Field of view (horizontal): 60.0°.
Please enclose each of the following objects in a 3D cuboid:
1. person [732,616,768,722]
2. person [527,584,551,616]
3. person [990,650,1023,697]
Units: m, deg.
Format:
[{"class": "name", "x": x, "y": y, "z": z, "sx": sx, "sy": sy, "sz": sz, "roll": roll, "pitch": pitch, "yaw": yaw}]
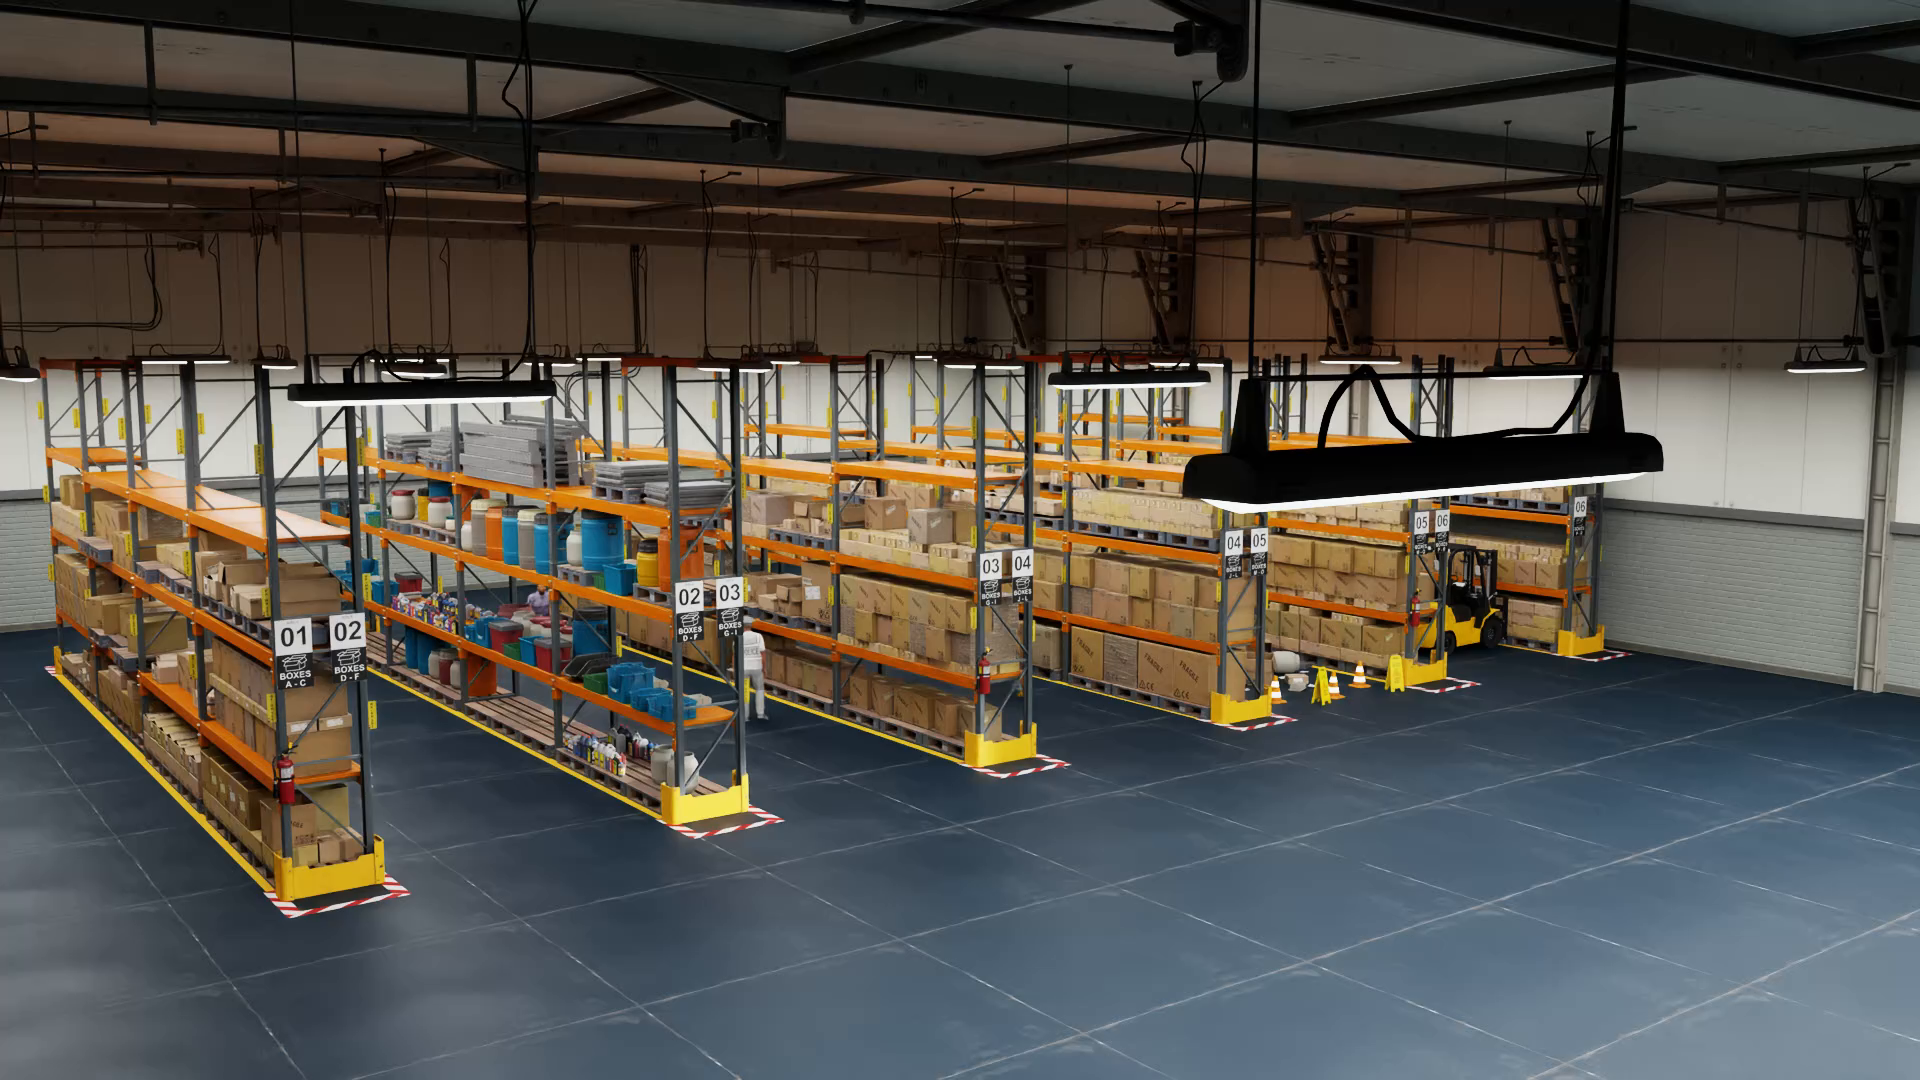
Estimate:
[{"class": "person", "x": -3.492, "y": 2.150, "z": 27.614, "sx": 0.576, "sy": 1.762, "sz": 0.533, "roll": -2, "pitch": 7, "yaw": -12}, {"class": "person", "x": -8.383, "y": 1.570, "z": 33.258, "sx": 0.609, "sy": 1.562, "sz": 0.751, "roll": -3, "pitch": 8, "yaw": -25}, {"class": "person", "x": 0.801, "y": 1.925, "z": 29.525, "sx": 1.036, "sy": 1.724, "sz": 0.596, "roll": 6, "pitch": 9, "yaw": 43}]
